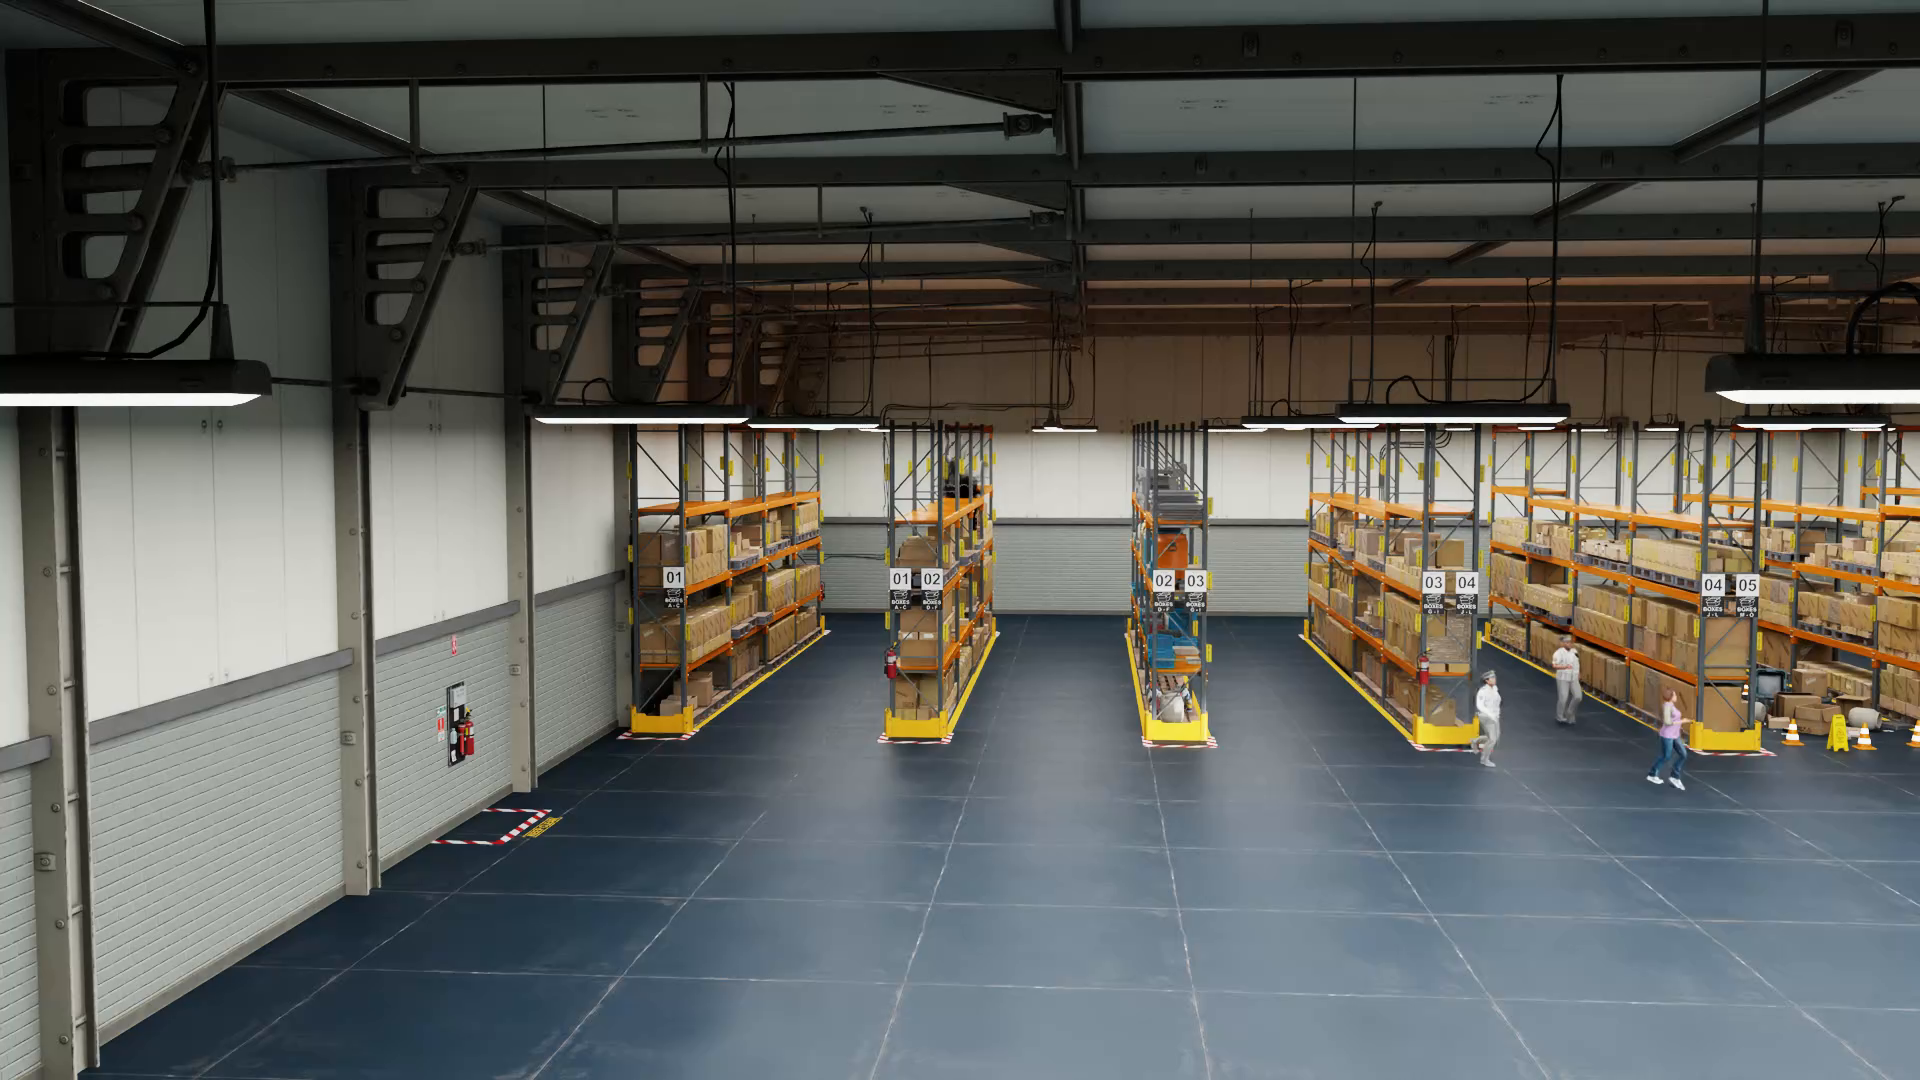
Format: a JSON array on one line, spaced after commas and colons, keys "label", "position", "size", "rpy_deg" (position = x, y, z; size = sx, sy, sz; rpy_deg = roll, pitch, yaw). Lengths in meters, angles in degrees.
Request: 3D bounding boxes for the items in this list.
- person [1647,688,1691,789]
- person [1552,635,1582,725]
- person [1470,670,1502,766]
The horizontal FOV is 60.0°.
[{"label": "person", "position": [11.499, 3.225, 26.928], "size": [0.667, 1.625, 0.514], "rpy_deg": [3, 5, 41]}, {"label": "person", "position": [12.032, 2.772, 32.848], "size": [0.643, 1.810, 0.676], "rpy_deg": [0, 4, -6]}, {"label": "person", "position": [9.143, 3.072, 28.894], "size": [0.646, 1.669, 0.620], "rpy_deg": [-3, 5, -41]}]
